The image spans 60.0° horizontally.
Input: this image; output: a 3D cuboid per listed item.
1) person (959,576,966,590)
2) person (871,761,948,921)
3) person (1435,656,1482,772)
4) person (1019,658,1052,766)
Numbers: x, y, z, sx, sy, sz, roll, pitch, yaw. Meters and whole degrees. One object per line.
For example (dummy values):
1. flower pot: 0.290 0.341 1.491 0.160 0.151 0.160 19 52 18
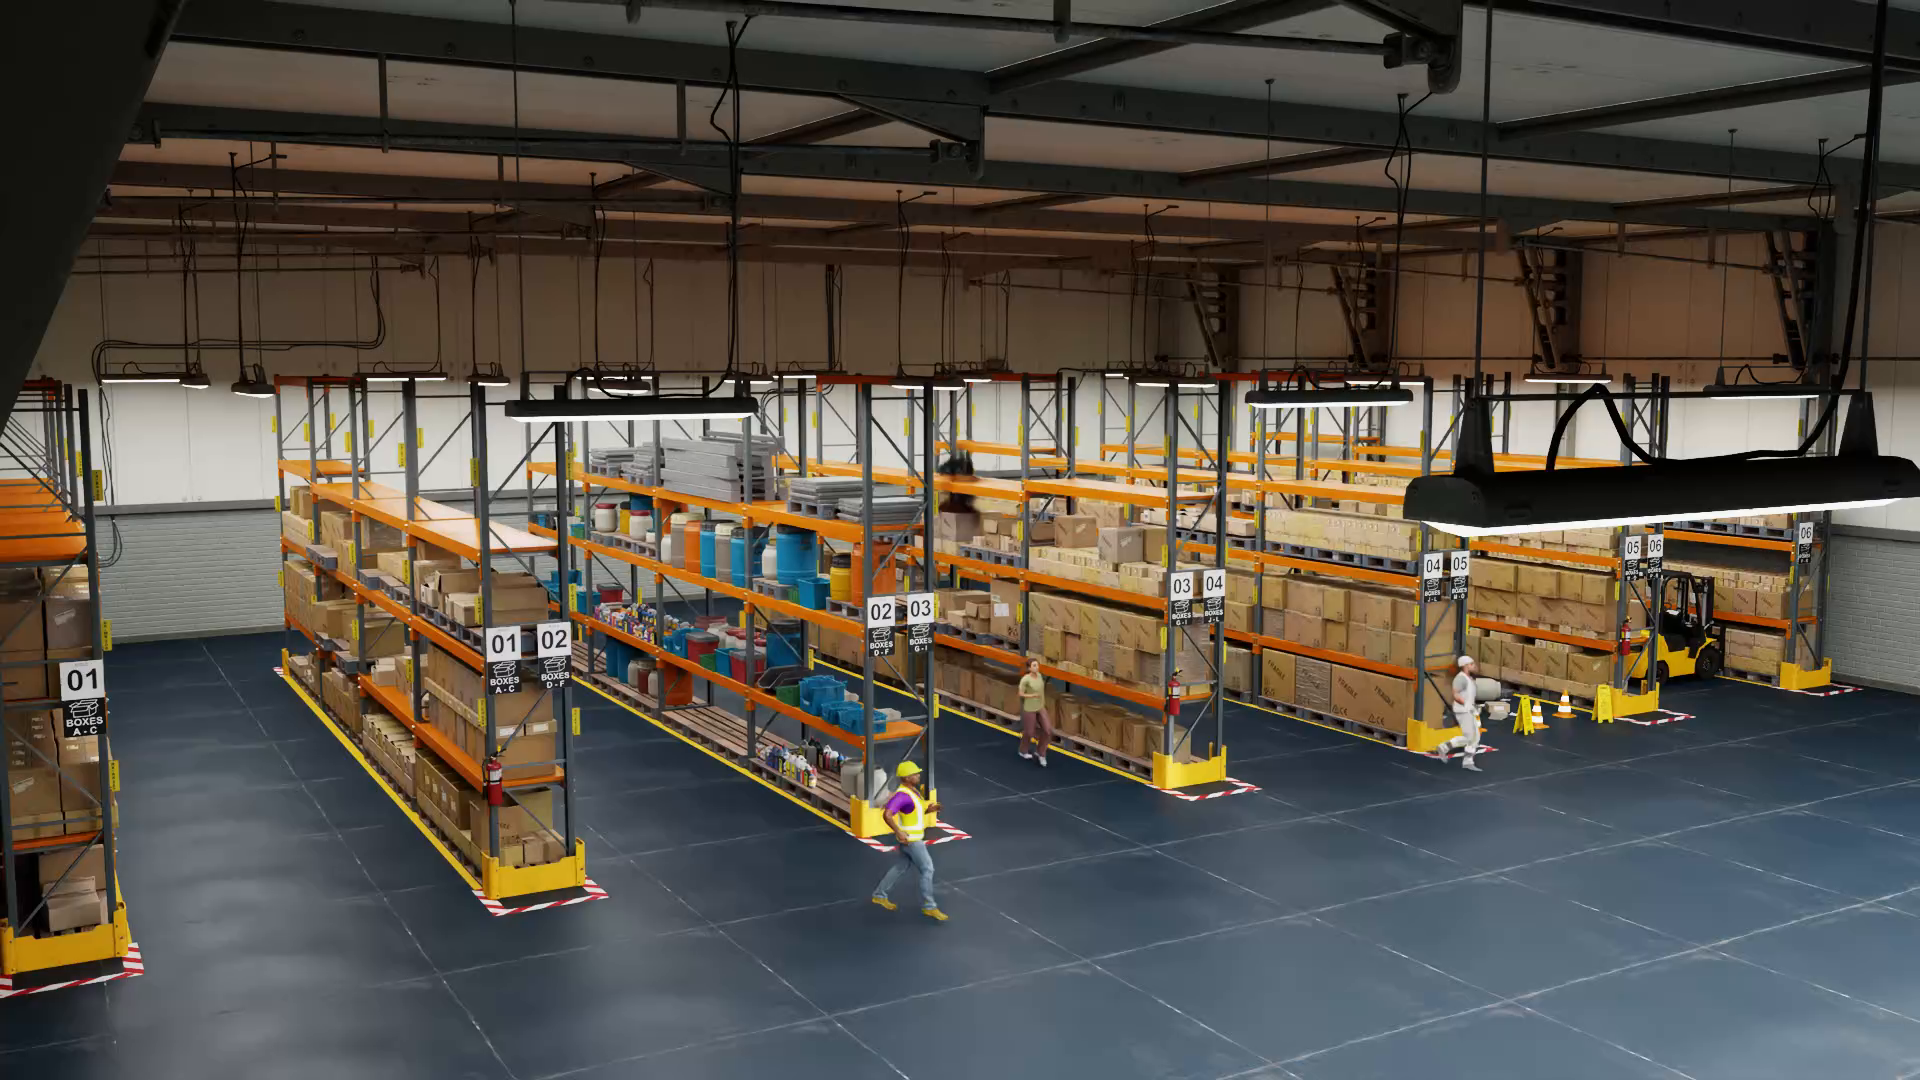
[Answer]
1. person: 0.051 0.950 42.180 0.714 1.586 0.571 2 7 21
2. person: -0.570 3.388 18.774 0.871 1.804 0.685 0 6 -3
3. person: 7.761 2.665 25.703 0.703 1.769 0.676 3 7 27
4. person: 1.142 2.676 25.937 0.556 1.710 0.711 -4 7 -30
